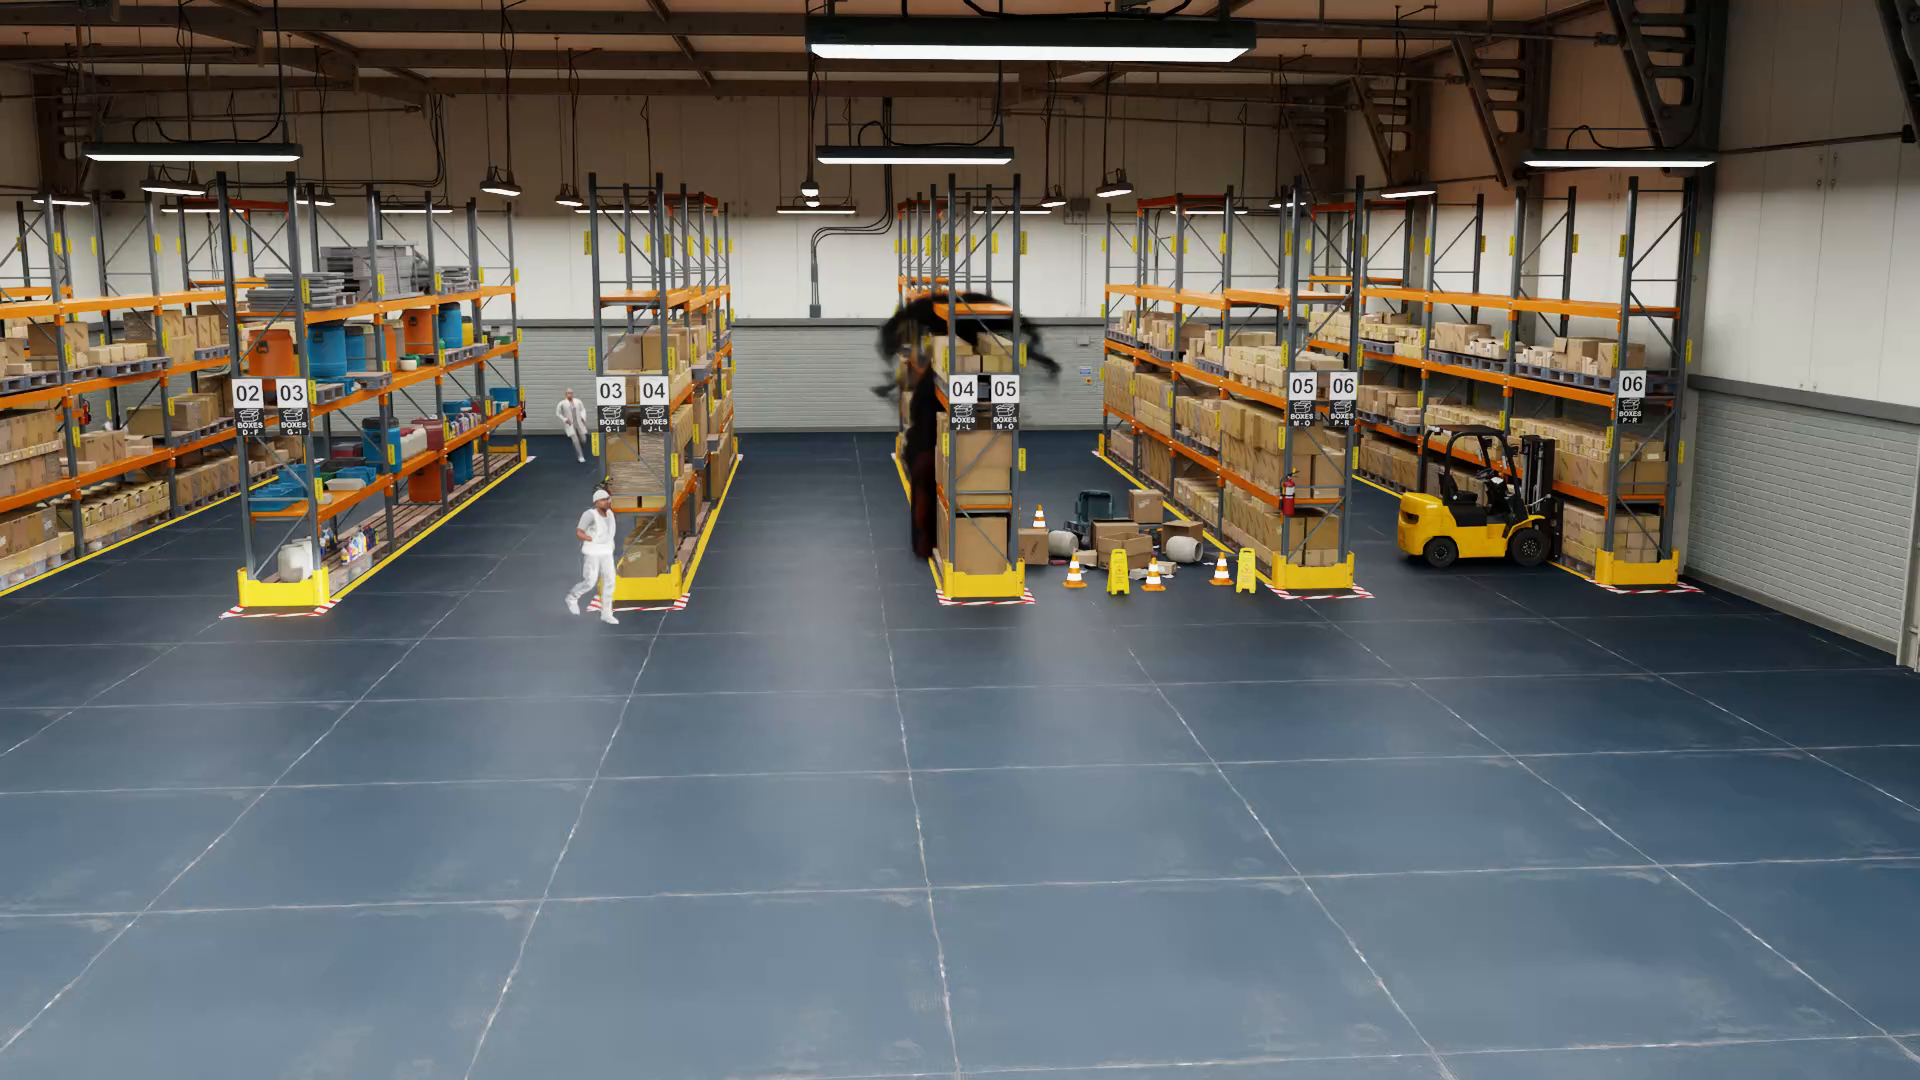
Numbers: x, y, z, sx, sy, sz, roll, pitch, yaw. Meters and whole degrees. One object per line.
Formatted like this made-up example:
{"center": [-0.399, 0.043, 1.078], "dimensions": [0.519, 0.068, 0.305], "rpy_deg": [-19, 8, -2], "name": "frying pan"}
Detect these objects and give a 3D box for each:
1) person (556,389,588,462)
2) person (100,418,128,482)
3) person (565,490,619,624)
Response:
{"center": [-9.113, -2.692, 39.042], "dimensions": [0.711, 1.715, 0.685], "rpy_deg": [-5, 11, -26], "name": "person"}
{"center": [-17.094, -1.767, 33.619], "dimensions": [0.707, 1.727, 0.740], "rpy_deg": [-1, 10, -4], "name": "person"}
{"center": [-4.905, 0.205, 22.459], "dimensions": [0.895, 1.789, 0.689], "rpy_deg": [7, 12, 35], "name": "person"}
